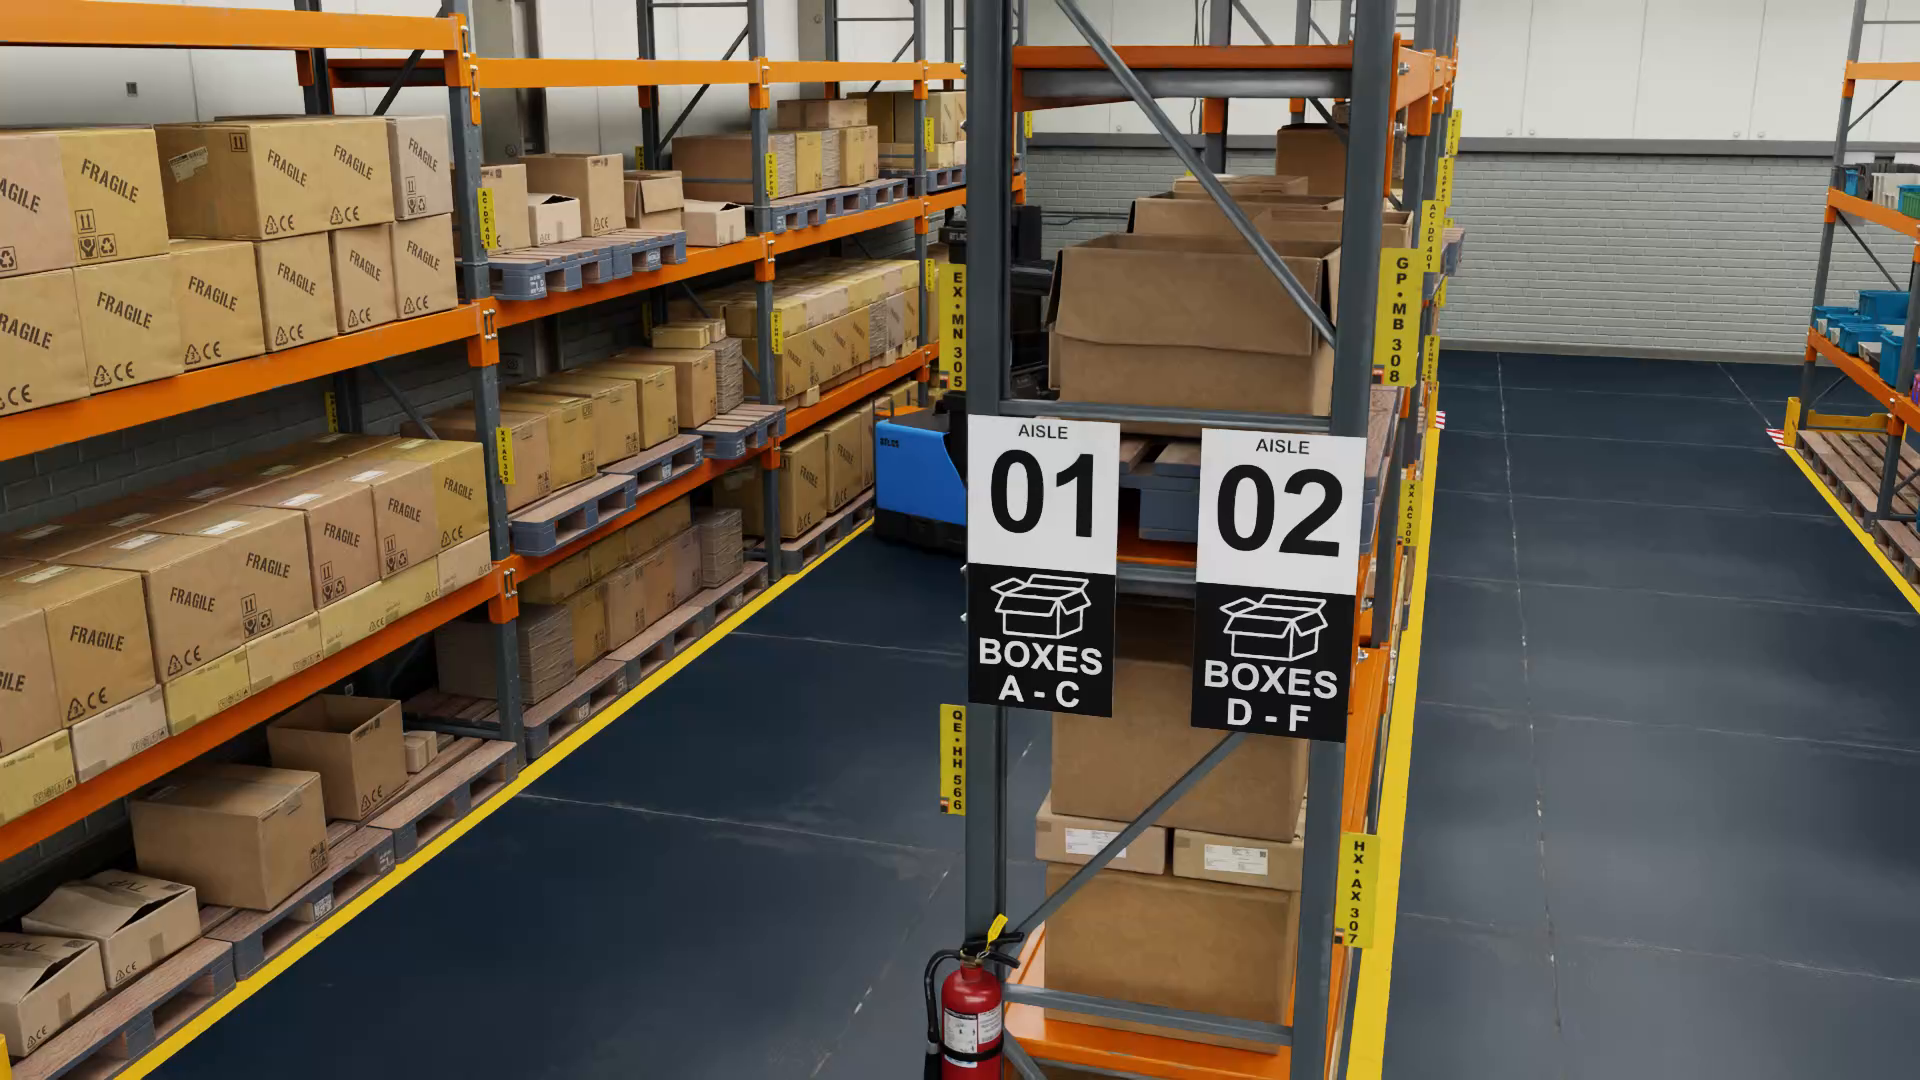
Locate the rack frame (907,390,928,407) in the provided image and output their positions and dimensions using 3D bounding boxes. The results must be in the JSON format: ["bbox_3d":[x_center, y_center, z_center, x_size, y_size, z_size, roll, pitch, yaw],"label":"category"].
[{"bbox_3d":[-0.388,-0.786,15.402,0.240,1.200,0.015,12,20,36],"label":"rack frame"}]

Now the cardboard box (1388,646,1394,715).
[{"bbox_3d":[2.297,0.779,9.828,0.500,0.311,0.500,4,16,14],"label":"cardboard box"}]

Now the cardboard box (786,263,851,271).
[{"bbox_3d":[-1.352,-2.517,16.069,0.500,0.250,0.500,5,17,17],"label":"cardboard box"}]

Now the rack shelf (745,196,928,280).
[{"bbox_3d":[-1.398,-2.767,14.909,1.077,0.370,4.000,5,16,16],"label":"rack shelf"}]

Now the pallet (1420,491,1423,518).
[{"bbox_3d":[3.726,-0.253,15.334,1.003,0.211,1.213,5,16,16],"label":"pallet"}]

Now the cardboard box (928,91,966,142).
[{"bbox_3d":[-0.218,-4.475,17.560,0.500,0.500,0.500,4,16,15],"label":"cardboard box"}]

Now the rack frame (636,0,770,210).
[{"bbox_3d":[-1.966,-4.033,12.557,1.000,3.000,0.127,5,16,16],"label":"rack frame"}]

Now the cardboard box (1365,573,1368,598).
[{"bbox_3d":[1.631,0.144,7.454,0.380,0.149,0.250,4,16,14],"label":"cardboard box"}]

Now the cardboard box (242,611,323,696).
[{"bbox_3d":[-3.367,0.504,7.794,0.500,0.250,0.500,5,17,16],"label":"cardboard box"}]

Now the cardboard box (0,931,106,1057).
[{"bbox_3d":[-3.957,1.854,6.917,0.500,0.311,0.500,3,16,10],"label":"cardboard box"}]

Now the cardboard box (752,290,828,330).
[{"bbox_3d":[-1.438,-1.948,14.061,0.500,0.250,0.500,4,16,15],"label":"cardboard box"}]

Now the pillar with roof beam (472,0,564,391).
[{"bbox_3d":[0.962,-3.426,10.418,9.100,9.000,0.400,5,16,16],"label":"pillar with roof beam"}]

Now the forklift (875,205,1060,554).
[{"bbox_3d":[0.716,-1.267,13.926,3.031,2.935,1.130,12,20,36],"label":"forklift"}]

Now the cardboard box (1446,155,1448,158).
[{"bbox_3d":[4.591,-3.790,16.558,0.500,0.250,0.500,5,16,16],"label":"cardboard box"}]

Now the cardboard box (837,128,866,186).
[{"bbox_3d":[-1.281,-3.524,15.269,0.700,0.500,0.500,4,16,15],"label":"cardboard box"}]

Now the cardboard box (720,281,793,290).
[{"bbox_3d":[-1.787,-2.116,14.655,0.500,0.250,0.500,4,16,14],"label":"cardboard box"}]

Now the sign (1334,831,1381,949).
[{"bbox_3d":[1.041,0.919,4.360,0.100,0.325,0.005,5,16,16],"label":"sign"}]

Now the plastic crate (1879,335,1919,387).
[{"bbox_3d":[8.475,-1.595,14.875,0.392,0.384,0.575,5,16,16],"label":"plastic crate"}]

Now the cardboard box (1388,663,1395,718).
[{"bbox_3d":[2.436,0.915,10.376,0.500,0.250,0.500,5,17,17],"label":"cardboard box"}]

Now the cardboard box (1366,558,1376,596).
[{"bbox_3d":[2.095,0.188,9.131,0.380,0.149,0.250,5,16,16],"label":"cardboard box"}]

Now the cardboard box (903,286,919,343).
[{"bbox_3d":[-0.719,-2.254,16.514,0.500,0.500,0.500,4,16,15],"label":"cardboard box"}]

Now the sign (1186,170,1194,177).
[{"bbox_3d":[1.124,-1.600,7.952,0.100,0.325,0.005,5,16,16],"label":"sign"}]

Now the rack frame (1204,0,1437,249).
[{"bbox_3d":[1.647,-2.603,7.517,1.000,3.000,0.127,5,16,16],"label":"rack frame"}]

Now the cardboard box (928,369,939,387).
[{"bbox_3d":[-0.247,-1.768,18.188,0.380,0.149,0.250,5,17,18],"label":"cardboard box"}]

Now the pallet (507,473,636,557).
[{"bbox_3d":[-2.746,-0.197,10.378,1.003,0.211,1.213,5,16,16],"label":"pallet"}]

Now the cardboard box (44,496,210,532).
[{"bbox_3d":[-3.871,0.110,7.809,0.500,0.500,0.500,5,17,17],"label":"cardboard box"}]

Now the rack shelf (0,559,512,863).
[{"bbox_3d":[-3.671,0.769,7.940,1.077,0.370,4.000,5,16,16],"label":"rack shelf"}]

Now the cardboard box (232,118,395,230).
[{"bbox_3d":[-3.132,-1.785,8.077,0.500,0.500,0.500,6,17,19],"label":"cardboard box"}]

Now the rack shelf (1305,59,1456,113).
[{"bbox_3d":[3.353,-3.635,13.204,1.077,0.370,4.000,5,16,16],"label":"rack shelf"}]

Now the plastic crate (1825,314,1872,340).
[{"bbox_3d":[9.233,-2.209,17.316,0.416,0.233,0.300,5,16,16],"label":"plastic crate"}]

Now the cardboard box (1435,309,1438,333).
[{"bbox_3d":[4.900,-2.500,17.965,0.500,0.500,0.500,5,17,16],"label":"cardboard box"}]

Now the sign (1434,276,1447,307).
[{"bbox_3d":[4.454,-2.325,15.408,0.100,0.325,0.005,5,16,16],"label":"sign"}]

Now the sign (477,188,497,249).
[{"bbox_3d":[-2.581,-1.752,9.065,0.100,0.325,0.005,5,16,16],"label":"sign"}]

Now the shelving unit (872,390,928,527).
[{"bbox_3d":[-0.538,-0.734,15.217,0.258,1.200,0.503,12,20,36],"label":"shelving unit"}]

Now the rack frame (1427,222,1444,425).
[{"bbox_3d":[5.058,-2.857,19.404,1.000,3.000,0.127,5,16,16],"label":"rack frame"}]

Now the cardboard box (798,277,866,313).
[{"bbox_3d":[-1.161,-2.213,14.996,0.500,0.250,0.500,4,16,15],"label":"cardboard box"}]

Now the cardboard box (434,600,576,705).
[{"bbox_3d":[-2.910,0.697,10.651,0.700,0.500,0.500,5,17,18],"label":"cardboard box"}]

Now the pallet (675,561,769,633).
[{"bbox_3d":[-2.190,0.399,13.036,1.003,0.211,1.213,5,16,16],"label":"pallet"}]

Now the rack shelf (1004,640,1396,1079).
[{"bbox_3d":[1.079,1.152,6.589,1.077,0.370,4.000,5,16,16],"label":"rack shelf"}]

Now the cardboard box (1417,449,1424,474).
[{"bbox_3d":[3.907,-0.539,15.008,0.500,0.500,0.500,5,16,16],"label":"cardboard box"}]

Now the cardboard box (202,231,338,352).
[{"bbox_3d":[-3.287,-1.171,7.743,0.500,0.500,0.500,4,16,14],"label":"cardboard box"}]

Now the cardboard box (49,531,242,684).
[{"bbox_3d":[-3.513,0.283,7.198,0.500,0.500,0.500,4,16,14],"label":"cardboard box"}]

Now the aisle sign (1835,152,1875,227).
[{"bbox_3d":[9.541,-3.764,17.839,0.394,0.787,0.004,5,16,16],"label":"aisle sign"}]

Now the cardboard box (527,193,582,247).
[{"bbox_3d":[-2.696,-2.001,10.282,0.500,0.311,0.500,5,17,18],"label":"cardboard box"}]

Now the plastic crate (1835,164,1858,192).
[{"bbox_3d":[9.429,-3.773,17.376,0.497,0.269,0.590,5,16,16],"label":"plastic crate"}]

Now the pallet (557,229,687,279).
[{"bbox_3d":[-2.534,-1.878,10.800,1.213,0.211,1.003,5,16,16],"label":"pallet"}]

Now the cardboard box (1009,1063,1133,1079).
[{"bbox_3d":[0.378,1.926,5.437,0.500,0.500,0.500,5,16,16],"label":"cardboard box"}]

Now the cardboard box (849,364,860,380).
[{"bbox_3d":[-1.144,-1.574,15.306,0.380,0.149,0.250,5,17,18],"label":"cardboard box"}]

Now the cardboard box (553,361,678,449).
[{"bbox_3d":[-2.423,-0.955,11.711,0.700,0.500,0.500,5,16,16],"label":"cardboard box"}]
